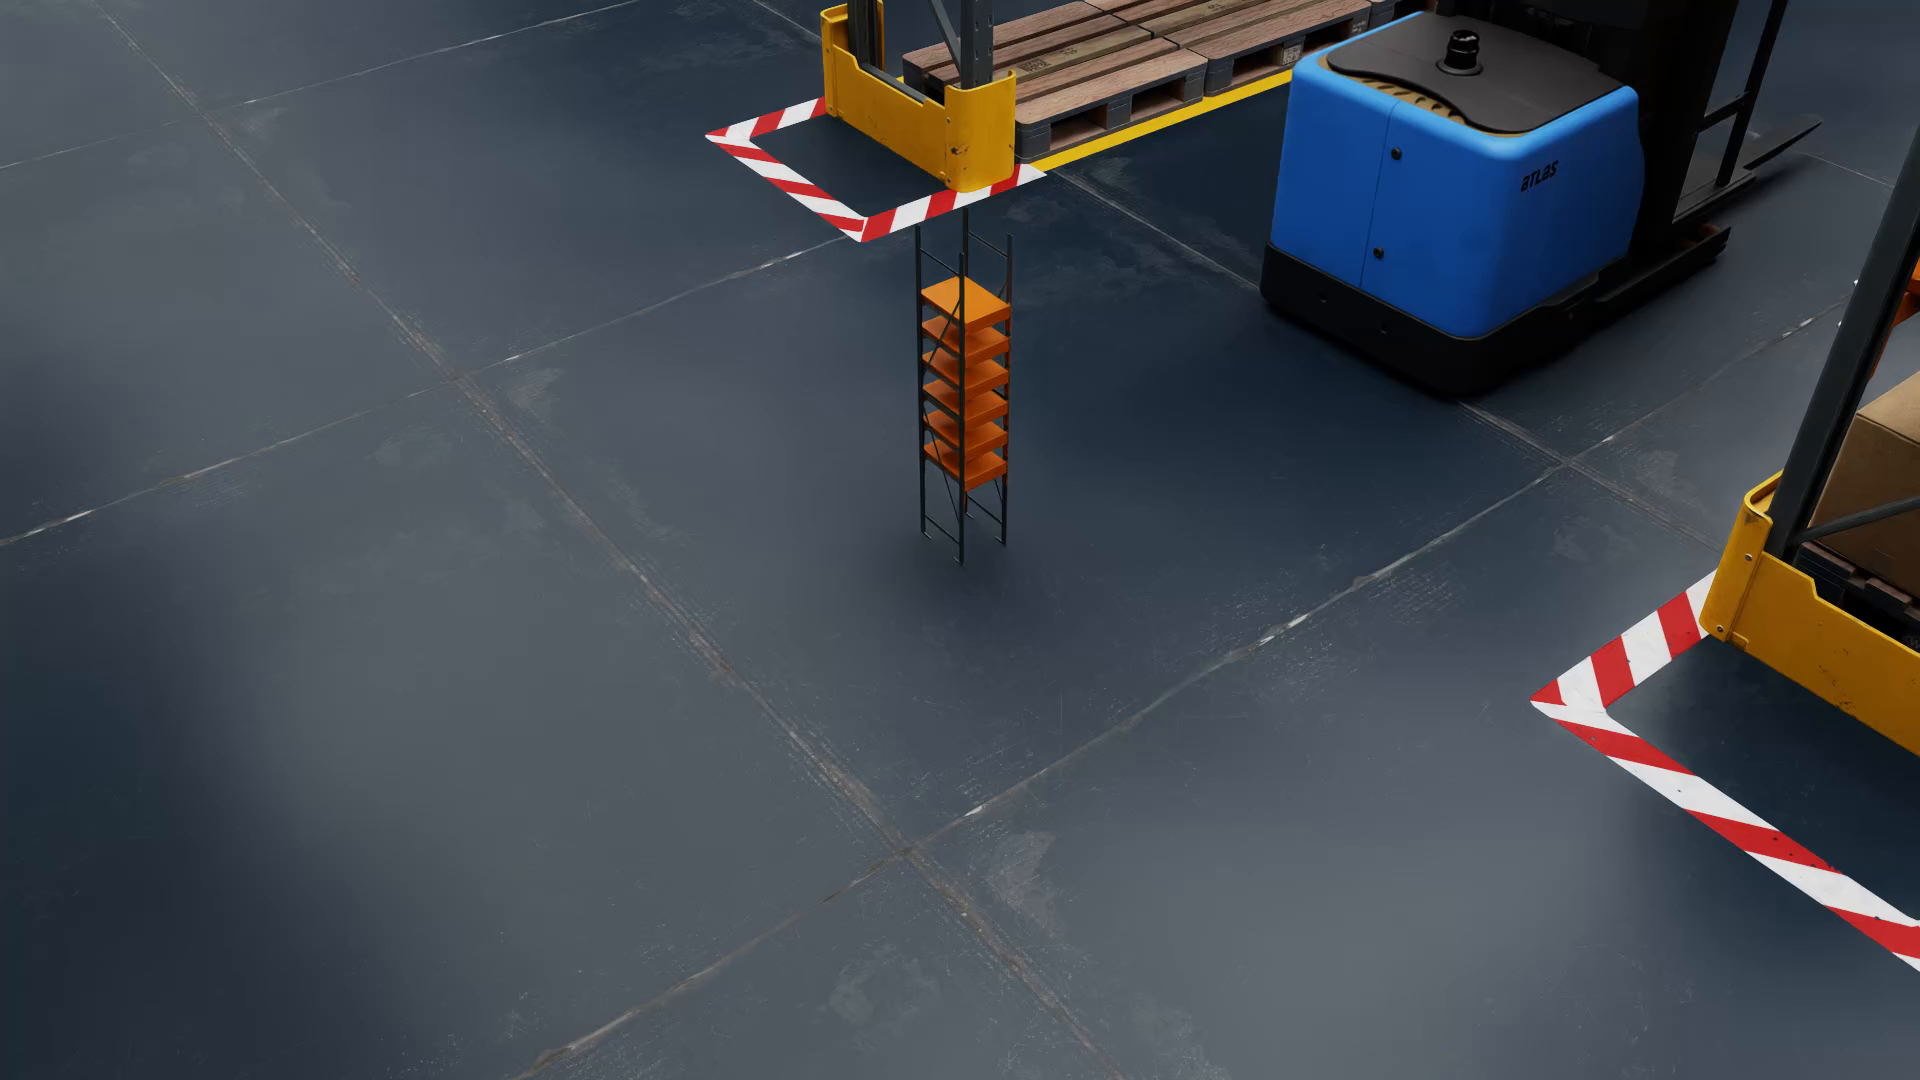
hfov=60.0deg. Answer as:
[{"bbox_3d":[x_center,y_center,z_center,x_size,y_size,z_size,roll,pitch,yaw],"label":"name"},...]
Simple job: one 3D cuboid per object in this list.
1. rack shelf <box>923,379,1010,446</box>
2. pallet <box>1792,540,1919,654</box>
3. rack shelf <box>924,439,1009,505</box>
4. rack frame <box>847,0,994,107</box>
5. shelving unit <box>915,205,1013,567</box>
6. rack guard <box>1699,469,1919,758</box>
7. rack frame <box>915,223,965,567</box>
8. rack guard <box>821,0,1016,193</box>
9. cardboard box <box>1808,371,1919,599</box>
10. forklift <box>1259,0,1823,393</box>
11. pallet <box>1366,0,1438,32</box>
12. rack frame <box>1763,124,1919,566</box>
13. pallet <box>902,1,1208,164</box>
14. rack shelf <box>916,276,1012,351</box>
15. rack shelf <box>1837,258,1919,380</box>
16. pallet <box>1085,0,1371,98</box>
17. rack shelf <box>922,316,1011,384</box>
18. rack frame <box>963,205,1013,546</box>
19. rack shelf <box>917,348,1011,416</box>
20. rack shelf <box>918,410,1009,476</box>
[{"bbox_3d":[0.011,-0.435,5.404,0.180,0.103,0.258,-26,46,-28],"label":"rack shelf"},{"bbox_3d":[3.507,0.105,5.456,1.213,0.211,1.003,-26,46,-28],"label":"pallet"},{"bbox_3d":[0.011,-0.250,5.557,0.180,0.103,0.258,-26,46,-28],"label":"rack shelf"},{"bbox_3d":[-0.201,-3.128,7.198,0.127,3.000,1.000,-26,46,-28],"label":"rack frame"},{"bbox_3d":[0.011,-0.469,5.376,0.189,1.200,0.258,-26,46,-28],"label":"shelving unit"},{"bbox_3d":[2.875,0.301,4.988,0.348,0.500,1.175,-26,46,-28],"label":"rack guard"},{"bbox_3d":[-0.061,-0.434,5.333,0.006,1.200,0.240,-26,46,-28],"label":"rack frame"},{"bbox_3d":[-0.212,-2.146,7.972,0.348,0.500,1.175,-26,46,-28],"label":"rack guard"},{"bbox_3d":[3.096,-0.173,5.220,0.500,0.500,0.500,-26,46,-28],"label":"cardboard box"},{"bbox_3d":[2.690,-2.483,6.466,3.031,2.935,1.130,-28,47,-30],"label":"forklift"},{"bbox_3d":[2.412,-3.292,9.597,1.213,0.211,1.003,-26,46,-28],"label":"pallet"},{"bbox_3d":[2.815,-0.636,4.160,0.127,3.000,1.000,-26,46,-28],"label":"rack frame"},{"bbox_3d":[0.477,-2.349,8.447,1.213,0.211,1.003,-26,46,-28],"label":"pallet"},{"bbox_3d":[0.011,-0.713,5.176,0.180,0.103,0.258,-26,46,-28],"label":"rack shelf"},{"bbox_3d":[4.401,-1.131,5.330,4.000,0.370,1.077,-26,46,-28],"label":"rack shelf"},{"bbox_3d":[1.444,-2.818,9.019,1.213,0.211,1.003,-26,46,-28],"label":"pallet"},{"bbox_3d":[0.011,-0.621,5.252,0.180,0.103,0.258,-26,46,-28],"label":"rack shelf"},{"bbox_3d":[0.084,-0.505,5.419,0.006,1.200,0.240,-26,46,-28],"label":"rack frame"},{"bbox_3d":[0.011,-0.528,5.328,0.180,0.103,0.258,-26,46,-28],"label":"rack shelf"},{"bbox_3d":[0.011,-0.342,5.481,0.180,0.103,0.258,-26,46,-28],"label":"rack shelf"}]
